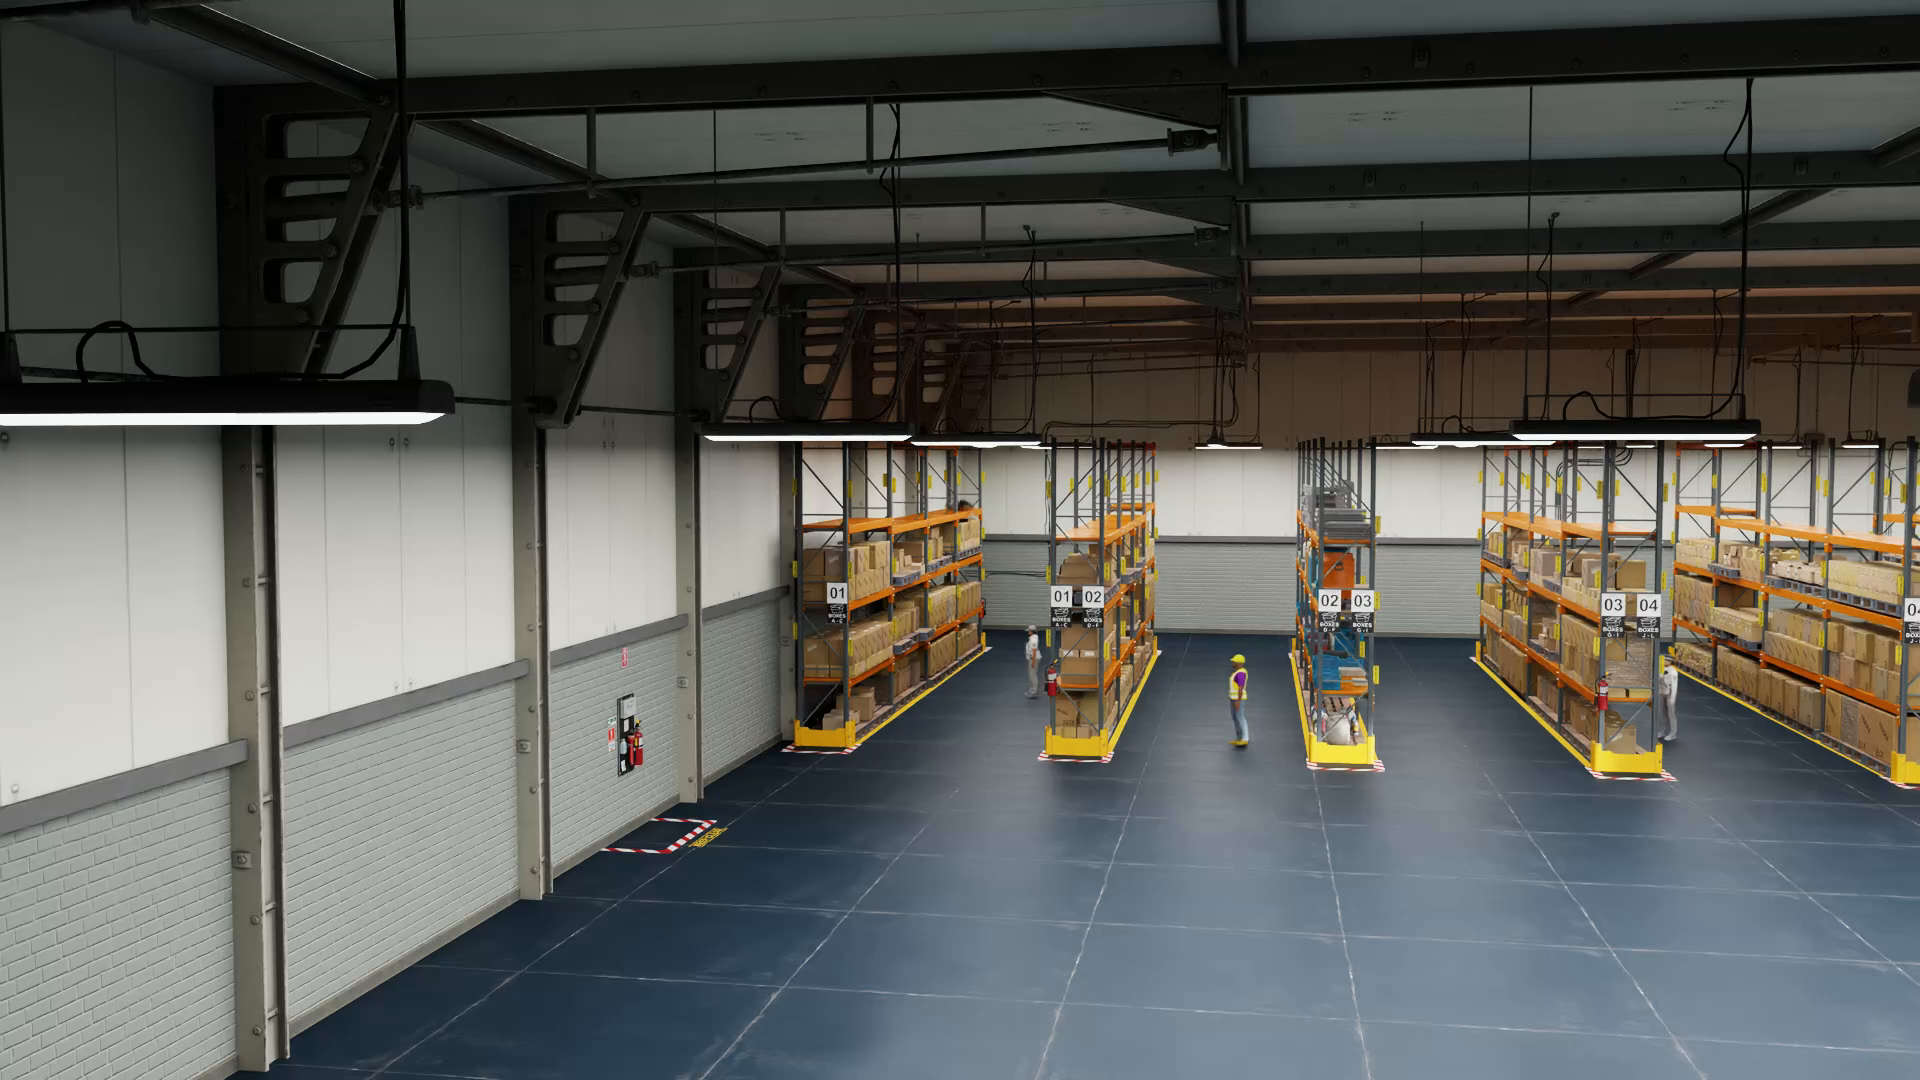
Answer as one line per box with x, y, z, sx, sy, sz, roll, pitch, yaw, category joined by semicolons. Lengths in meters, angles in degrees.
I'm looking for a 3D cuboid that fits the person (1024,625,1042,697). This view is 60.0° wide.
1.711;2.825;38.950;0.428;1.669;0.519;0;3;3;person

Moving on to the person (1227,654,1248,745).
5.434;3.127;32.425;0.398;1.790;0.669;0;3;-6;person

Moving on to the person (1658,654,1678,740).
14.121;3.114;33.210;0.377;1.696;0.517;-1;3;-19;person
